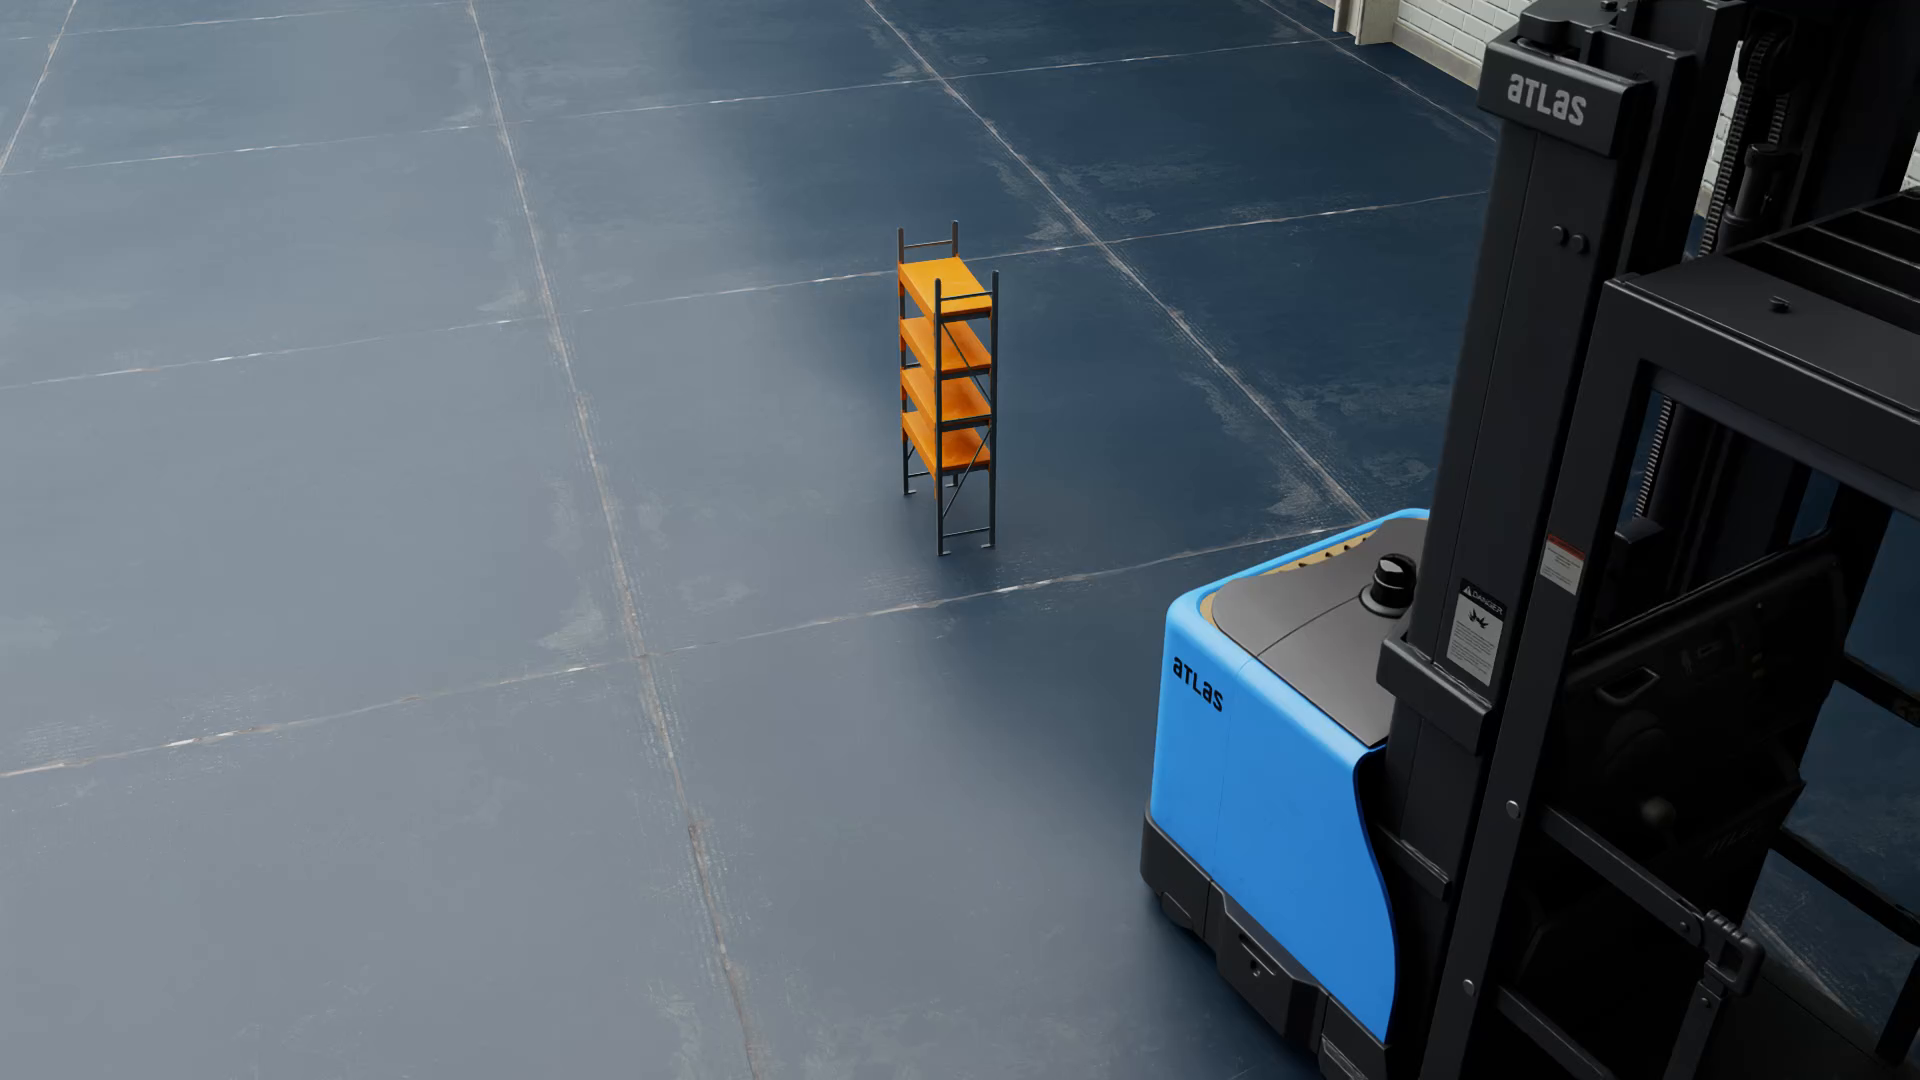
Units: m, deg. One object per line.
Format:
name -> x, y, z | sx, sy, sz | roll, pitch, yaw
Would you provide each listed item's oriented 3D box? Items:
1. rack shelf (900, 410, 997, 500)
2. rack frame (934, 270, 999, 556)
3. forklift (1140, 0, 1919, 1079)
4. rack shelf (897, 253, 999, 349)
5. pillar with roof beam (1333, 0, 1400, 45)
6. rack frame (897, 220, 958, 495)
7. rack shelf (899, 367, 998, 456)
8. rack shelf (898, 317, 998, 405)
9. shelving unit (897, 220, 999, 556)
rack shelf -> -0.051, -0.366, 6.697 | 0.258, 0.148, 0.480 | -10, 35, -15
rack frame -> 0.024, -0.459, 6.357 | 0.240, 1.200, 0.015 | -10, 35, -15
forklift -> 1.755, 0.386, 3.507 | 1.130, 2.935, 3.031 | -19, 38, -26
rack shelf -> -0.051, -0.915, 6.334 | 0.258, 0.148, 0.480 | -10, 35, -15
pillar with roof beam -> -1.073, -6.816, 8.902 | 9.100, 9.000, 0.400 | -10, 35, -15
rack frame -> -0.125, -0.716, 6.745 | 0.240, 1.200, 0.015 | -10, 35, -15
rack shelf -> -0.051, -0.531, 6.588 | 0.258, 0.148, 0.480 | -10, 35, -15
rack shelf -> -0.051, -0.718, 6.465 | 0.258, 0.148, 0.480 | -10, 35, -15
shelving unit -> -0.051, -0.587, 6.551 | 0.258, 1.200, 0.503 | -10, 35, -15
